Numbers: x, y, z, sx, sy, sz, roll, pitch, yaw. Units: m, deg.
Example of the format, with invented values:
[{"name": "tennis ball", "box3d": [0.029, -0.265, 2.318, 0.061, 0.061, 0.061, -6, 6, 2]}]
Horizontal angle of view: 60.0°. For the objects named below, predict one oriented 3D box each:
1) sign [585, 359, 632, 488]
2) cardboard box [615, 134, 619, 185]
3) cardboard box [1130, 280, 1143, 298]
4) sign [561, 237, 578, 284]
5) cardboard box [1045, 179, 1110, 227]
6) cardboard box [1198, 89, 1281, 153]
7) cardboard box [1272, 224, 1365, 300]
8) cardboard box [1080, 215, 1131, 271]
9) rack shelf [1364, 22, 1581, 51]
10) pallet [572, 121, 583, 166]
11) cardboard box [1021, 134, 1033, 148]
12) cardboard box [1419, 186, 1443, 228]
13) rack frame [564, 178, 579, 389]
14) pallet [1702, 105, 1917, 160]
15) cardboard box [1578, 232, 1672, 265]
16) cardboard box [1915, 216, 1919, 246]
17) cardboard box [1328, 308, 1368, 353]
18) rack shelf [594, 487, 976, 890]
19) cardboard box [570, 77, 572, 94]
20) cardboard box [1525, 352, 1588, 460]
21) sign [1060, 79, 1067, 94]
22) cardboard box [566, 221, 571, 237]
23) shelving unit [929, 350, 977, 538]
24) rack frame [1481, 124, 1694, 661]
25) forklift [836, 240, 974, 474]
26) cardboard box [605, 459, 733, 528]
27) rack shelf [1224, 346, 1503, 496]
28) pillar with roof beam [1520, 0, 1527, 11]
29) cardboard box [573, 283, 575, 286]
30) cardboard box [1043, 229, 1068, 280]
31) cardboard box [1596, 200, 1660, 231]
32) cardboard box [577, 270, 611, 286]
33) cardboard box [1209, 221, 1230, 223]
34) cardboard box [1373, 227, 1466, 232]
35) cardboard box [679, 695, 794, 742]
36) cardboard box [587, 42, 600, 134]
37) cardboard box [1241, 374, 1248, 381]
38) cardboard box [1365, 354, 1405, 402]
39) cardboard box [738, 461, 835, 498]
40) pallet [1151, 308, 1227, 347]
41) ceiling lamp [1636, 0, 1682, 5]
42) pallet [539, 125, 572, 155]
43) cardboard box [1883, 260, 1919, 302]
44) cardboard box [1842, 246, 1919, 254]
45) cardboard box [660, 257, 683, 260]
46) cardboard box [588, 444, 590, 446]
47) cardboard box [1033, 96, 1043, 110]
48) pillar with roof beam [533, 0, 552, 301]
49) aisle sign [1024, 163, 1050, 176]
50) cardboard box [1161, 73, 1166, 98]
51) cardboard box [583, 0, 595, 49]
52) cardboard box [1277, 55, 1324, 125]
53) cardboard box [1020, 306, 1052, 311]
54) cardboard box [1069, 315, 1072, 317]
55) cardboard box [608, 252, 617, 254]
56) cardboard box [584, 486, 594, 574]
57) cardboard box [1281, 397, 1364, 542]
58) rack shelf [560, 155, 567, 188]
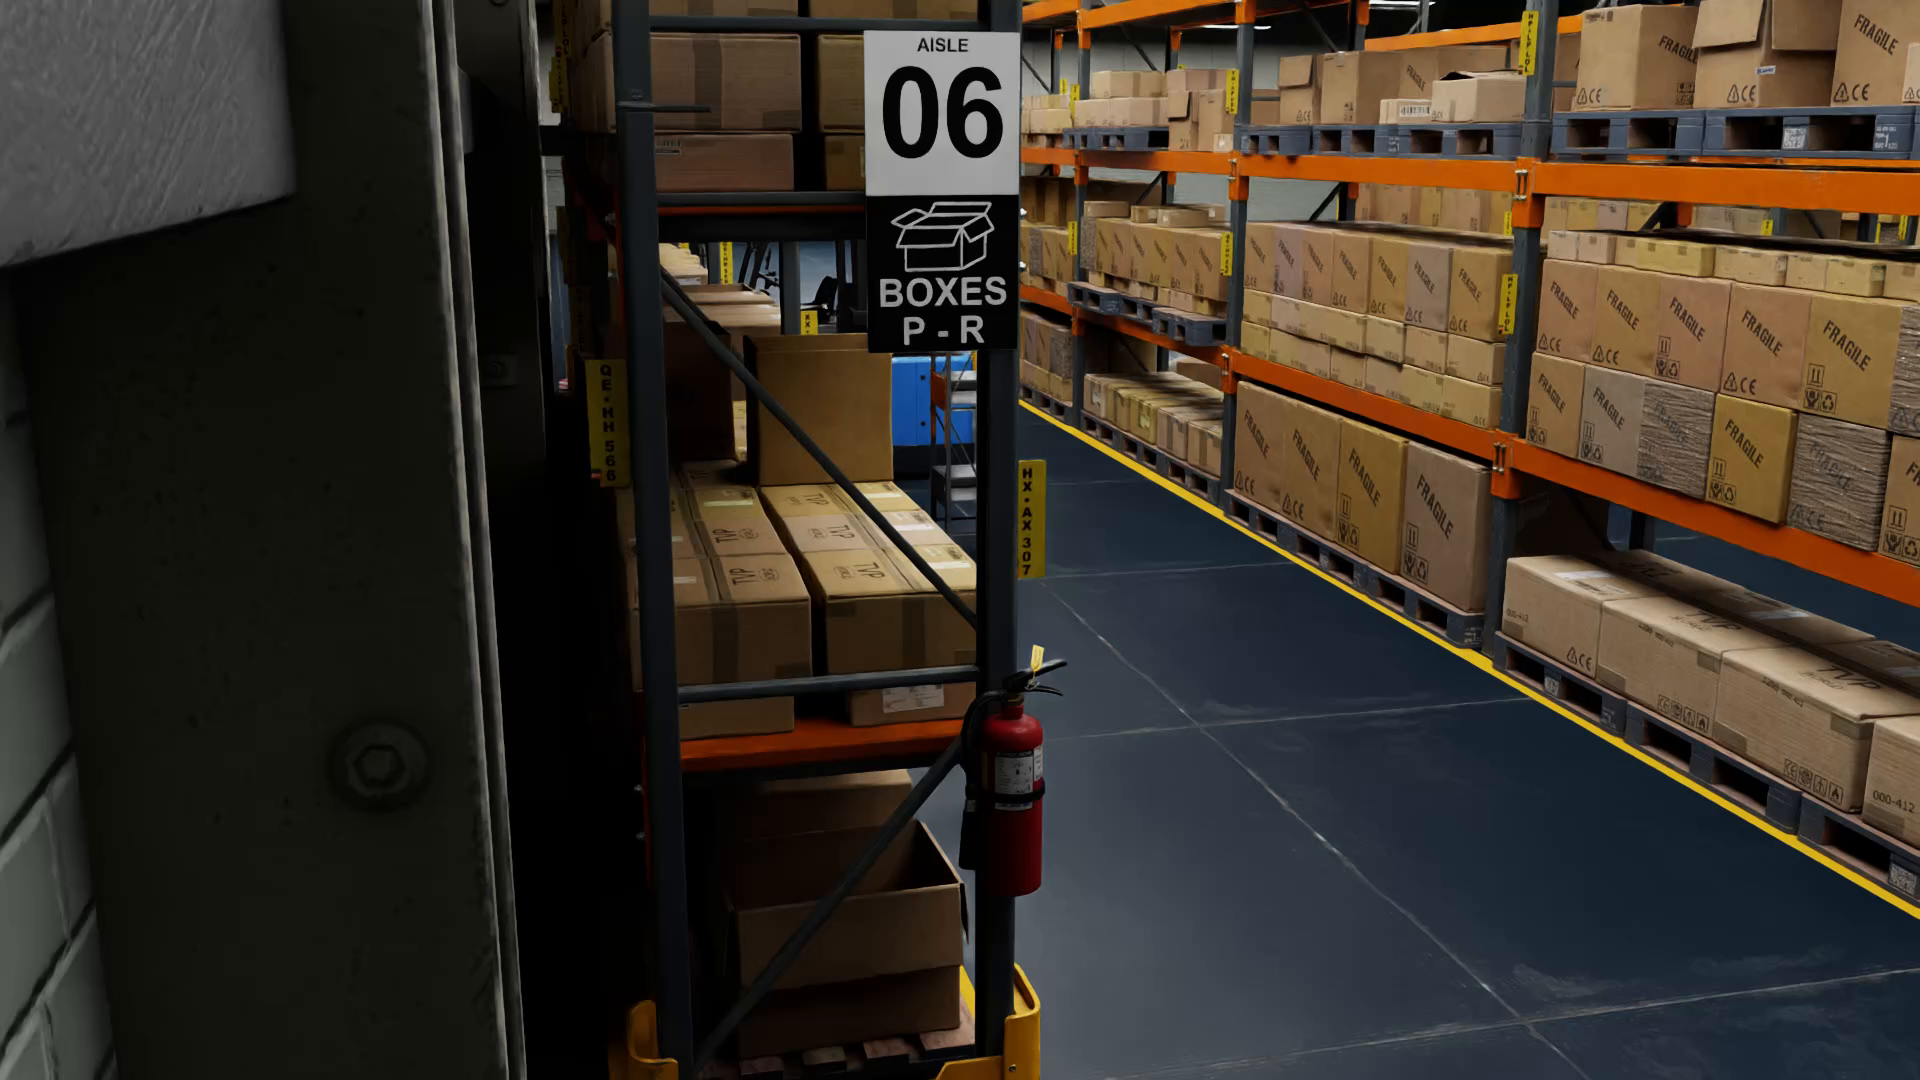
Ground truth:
[{"name": "sign", "box3d": [-0.888, -0.294, 4.205, 0.100, 0.325, 0.005, -3, 14, -13]}, {"name": "cardboard box", "box3d": [-0.766, -1.058, 4.646, 0.380, 0.149, 0.250, -3, 14, -12]}, {"name": "cardboard box", "box3d": [1.763, -2.285, 15.104, 0.380, 0.149, 0.250, -3, 14, -11]}, {"name": "sign", "box3d": [-2.762, -1.981, 11.775, 0.100, 0.325, 0.005, -3, 14, -13]}, {"name": "cardboard box", "box3d": [1.368, -3.794, 18.693, 0.700, 0.500, 0.500, -3, 14, -14]}, {"name": "cardboard box", "box3d": [2.388, -3.452, 13.707, 0.700, 0.500, 0.500, -3, 14, -13]}, {"name": "cardboard box", "box3d": [2.605, -2.021, 12.060, 0.500, 0.500, 0.500, -3, 14, -13]}, {"name": "cardboard box", "box3d": [1.493, -2.923, 16.350, 0.500, 0.500, 0.500, -3, 14, -12]}, {"name": "rack shelf", "box3d": [5.980, -5.781, 19.489, 1.077, 0.370, 4.000, -3, 14, -13]}, {"name": "pallet", "box3d": [-1.369, -2.047, 8.563, 1.213, 0.211, 1.003, -3, 14, -13]}, {"name": "cardboard box", "box3d": [0.893, -4.457, 18.560, 0.380, 0.149, 0.250, -4, 14, -15]}, {"name": "cardboard box", "box3d": [6.029, -4.008, 19.923, 0.875, 0.550, 0.500, -3, 14, -13]}, {"name": "rack frame", "box3d": [-4.102, -3.296, 19.596, 1.000, 3.000, 0.127, -3, 14, -13]}, {"name": "pallet", "box3d": [4.005, -1.749, 7.131, 1.003, 0.211, 1.213, -3, 14, -13]}, {"name": "cardboard box", "box3d": [3.438, -1.509, 8.598, 0.380, 0.149, 0.250, -3, 14, -12]}, {"name": "cardboard box", "box3d": [11.345, -3.507, 18.313, 1.000, 1.000, 1.000, -3, 14, -13]}, {"name": "cardboard box", "box3d": [2.811, -1.414, 11.158, 0.500, 0.250, 0.500, -3, 14, -12]}, {"name": "rack shelf", "box3d": [-0.814, 0.284, 6.462, 1.077, 0.370, 4.000, -3, 14, -13]}, {"name": "cardboard box", "box3d": [-2.374, -3.012, 10.964, 0.380, 0.149, 0.250, -3, 14, -13]}, {"name": "cardboard box", "box3d": [3.396, -0.730, 8.886, 0.500, 0.500, 0.500, -3, 14, -11]}, {"name": "sign", "box3d": [1.266, -5.487, 20.378, 0.100, 0.325, 0.005, -3, 14, -13]}, {"name": "cardboard box", "box3d": [-3.745, -3.112, 16.642, 0.380, 0.149, 0.250, -4, 14, -14]}, {"name": "shelving unit", "box3d": [0.039, -0.982, 12.022, 0.431, 2.100, 0.503, -3, 14, -13]}, {"name": "rack frame", "box3d": [3.540, -0.805, 9.401, 1.000, 3.000, 0.127, -3, 14, -13]}, {"name": "forklift", "box3d": [-0.629, -2.302, 15.676, 1.130, 2.935, 3.031, -2, 14, -9]}, {"name": "cardboard box", "box3d": [-1.186, -0.235, 6.758, 0.500, 0.250, 0.500, -3, 14, -12]}, {"name": "rack shelf", "box3d": [3.071, -0.917, 11.375, 1.077, 0.370, 4.000, -3, 14, -13]}, {"name": "pillar with roof beam", "box3d": [14.574, -14.436, 52.553, 9.100, 9.000, 0.548, -3, 14, -13]}, {"name": "cardboard box", "box3d": [-2.835, -1.942, 13.317, 0.500, 0.250, 0.500, -3, 14, -14]}, {"name": "cardboard box", "box3d": [1.188, -3.050, 17.755, 0.500, 0.500, 0.500, -3, 14, -11]}, {"name": "cardboard box", "box3d": [6.813, -3.134, 16.619, 0.700, 0.500, 0.500, -3, 14, -13]}, {"name": "cardboard box", "box3d": [-2.666, -1.932, 12.436, 0.380, 0.149, 0.250, -3, 14, -12]}, {"name": "cardboard box", "box3d": [2.226, -2.720, 15.517, 0.500, 0.500, 0.500, -3, 14, -11]}, {"name": "cardboard box", "box3d": [3.215, -1.924, 11.666, 0.500, 0.500, 0.500, -3, 14, -13]}, {"name": "cardboard box", "box3d": [-0.683, 0.456, 4.769, 0.380, 0.149, 0.250, -3, 14, -14]}, {"name": "cardboard box", "box3d": [-0.845, -1.338, 4.953, 0.500, 0.250, 0.500, -3, 14, -13]}, {"name": "cardboard box", "box3d": [3.595, -2.096, 19.947, 0.637, 0.503, 0.797, 10, 17, 35]}, {"name": "cardboard box", "box3d": [2.971, -1.056, 10.747, 0.500, 0.250, 0.500, -4, 14, -15]}, {"name": "cardboard box", "box3d": [-0.571, -0.146, 6.392, 0.500, 0.250, 0.500, -4, 14, -15]}, {"name": "pallet", "box3d": [2.330, -1.793, 13.849, 1.213, 0.211, 1.003, -3, 14, -13]}, {"name": "ceiling lamp", "box3d": [16.984, -14.242, 39.460, 2.000, 3.185, 0.800, -3, 14, -13]}, {"name": "pallet", "box3d": [-2.469, -2.967, 12.329, 1.213, 0.211, 1.003, -3, 14, -11]}, {"name": "cardboard box", "box3d": [3.964, -1.040, 6.678, 0.380, 0.149, 0.250, -3, 14, -14]}, {"name": "cardboard box", "box3d": [4.233, -1.247, 7.525, 0.380, 0.149, 0.250, -3, 14, -13]}, {"name": "cardboard box", "box3d": [-2.480, -2.255, 13.761, 0.380, 0.149, 0.250, -3, 14, -13]}, {"name": "cardboard box", "box3d": [-2.404, -0.617, 11.648, 0.380, 0.149, 0.250, -3, 14, -10]}, {"name": "cardboard box", "box3d": [1.005, -4.729, 17.993, 0.380, 0.149, 0.250, -3, 14, -13]}, {"name": "pillar with roof beam", "box3d": [-3.448, -9.007, 30.334, 9.100, 9.000, 0.400, -3, 14, -13]}, {"name": "aisle sign", "box3d": [0.989, -4.866, 20.548, 0.394, 0.787, 0.004, -3, 14, -13]}, {"name": "cardboard box", "box3d": [1.921, -4.355, 15.989, 0.500, 0.250, 0.500, -3, 14, -12]}, {"name": "cardboard box", "box3d": [-0.841, -1.583, 4.902, 0.500, 0.250, 0.500, -4, 14, -15]}, {"name": "cardboard box", "box3d": [2.836, -3.360, 12.438, 0.797, 0.503, 0.637, -4, 14, -17]}, {"name": "cardboard box", "box3d": [0.776, -2.478, 19.580, 0.500, 0.500, 0.500, -4, 14, -15]}, {"name": "cardboard box", "box3d": [1.528, -2.277, 18.754, 0.500, 0.500, 0.500, -3, 14, -10]}, {"name": "cardboard box", "box3d": [-3.105, -2.404, 14.370, 0.380, 0.149, 0.250, -3, 14, -13]}, {"name": "cardboard box", "box3d": [-2.177, -0.091, 10.860, 0.500, 0.500, 0.500, -3, 14, -10]}, {"name": "cardboard box", "box3d": [2.888, -0.529, 11.866, 0.875, 0.875, 0.875, -3, 14, -13]}, {"name": "rack shelf", "box3d": [-3.632, -3.942, 17.437, 1.077, 0.370, 4.000, -3, 14, -13]}]
